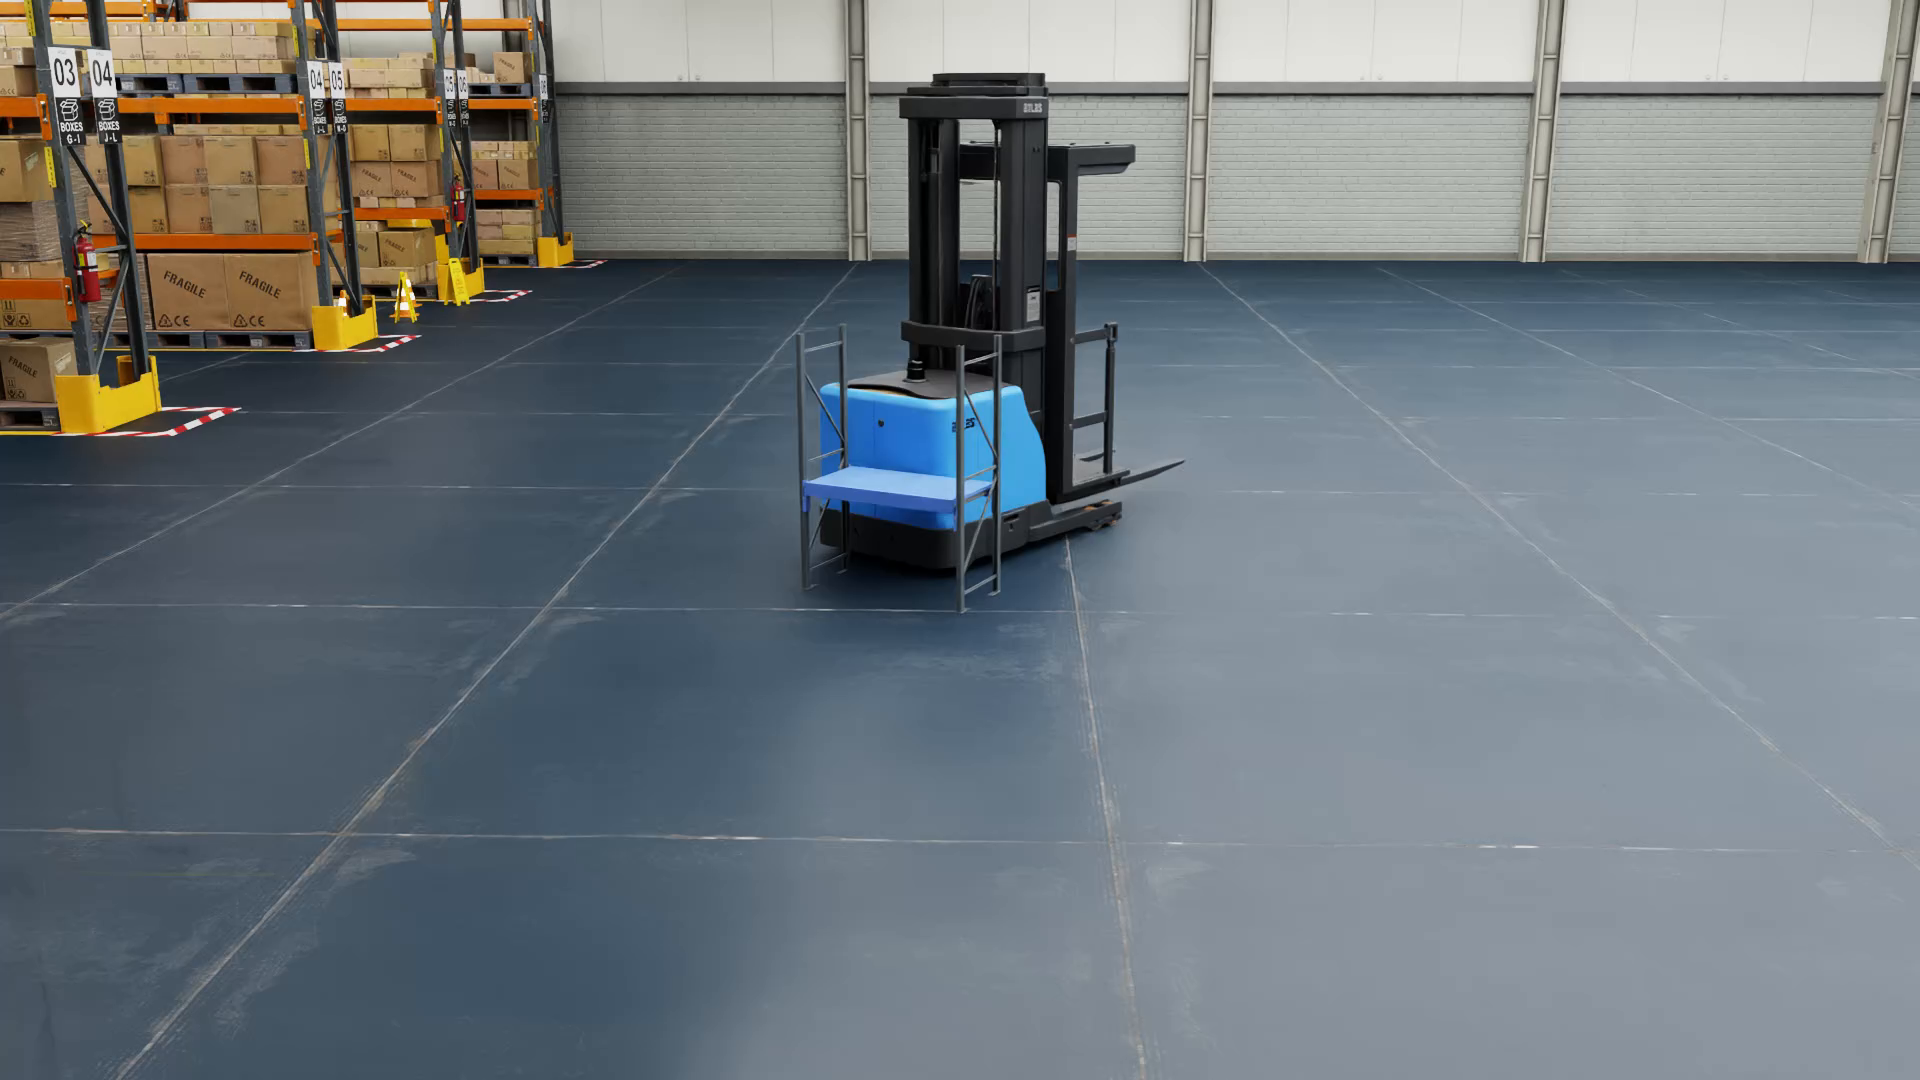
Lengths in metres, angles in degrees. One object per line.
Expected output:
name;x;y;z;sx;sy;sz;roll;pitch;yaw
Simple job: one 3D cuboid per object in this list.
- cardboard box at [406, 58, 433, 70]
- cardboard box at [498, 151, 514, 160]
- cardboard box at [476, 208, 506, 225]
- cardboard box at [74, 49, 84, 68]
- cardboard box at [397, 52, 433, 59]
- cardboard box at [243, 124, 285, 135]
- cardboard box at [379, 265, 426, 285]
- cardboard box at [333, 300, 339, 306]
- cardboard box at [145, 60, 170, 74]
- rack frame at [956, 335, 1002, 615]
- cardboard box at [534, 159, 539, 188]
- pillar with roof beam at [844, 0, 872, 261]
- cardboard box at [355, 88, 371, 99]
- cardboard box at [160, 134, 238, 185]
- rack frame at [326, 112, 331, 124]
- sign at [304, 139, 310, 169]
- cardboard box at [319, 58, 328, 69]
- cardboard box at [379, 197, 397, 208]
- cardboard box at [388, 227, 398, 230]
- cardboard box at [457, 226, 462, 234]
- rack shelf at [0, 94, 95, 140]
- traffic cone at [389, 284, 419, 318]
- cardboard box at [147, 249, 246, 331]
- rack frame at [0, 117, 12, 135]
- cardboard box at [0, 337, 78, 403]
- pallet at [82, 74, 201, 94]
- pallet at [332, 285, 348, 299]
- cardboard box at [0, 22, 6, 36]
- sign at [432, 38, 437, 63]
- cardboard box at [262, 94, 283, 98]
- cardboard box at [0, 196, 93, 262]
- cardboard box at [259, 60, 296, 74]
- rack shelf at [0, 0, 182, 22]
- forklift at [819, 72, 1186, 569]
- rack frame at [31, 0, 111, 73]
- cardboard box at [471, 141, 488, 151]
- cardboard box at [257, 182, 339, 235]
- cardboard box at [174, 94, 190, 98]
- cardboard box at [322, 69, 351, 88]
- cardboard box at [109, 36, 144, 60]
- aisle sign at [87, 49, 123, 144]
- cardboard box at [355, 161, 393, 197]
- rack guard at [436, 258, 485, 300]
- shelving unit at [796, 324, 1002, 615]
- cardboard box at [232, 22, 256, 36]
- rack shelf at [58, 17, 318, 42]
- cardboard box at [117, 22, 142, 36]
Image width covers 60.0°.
cardboard box;-7.590;-6.684;23.342;0.250;0.149;0.380;1;15;2
cardboard box;-7.732;-6.595;28.490;0.250;0.149;0.380;1;15;2
cardboard box;-8.100;-5.590;28.756;0.500;0.250;0.500;1;15;2
cardboard box;-7.767;-4.146;14.309;0.250;0.149;0.380;0;15;1
cardboard box;-9.176;-8.046;28.356;0.637;0.503;0.797;1;15;3
cardboard box;-9.798;-5.667;23.700;0.500;0.500;0.700;0;15;0
cardboard box;-8.084;-3.853;24.129;0.500;0.250;0.500;0;15;1
cardboard box;-8.606;-3.157;22.515;0.250;0.149;0.380;9;17;30
cardboard box;-8.881;-5.284;18.580;0.250;0.149;0.380;0;15;2
rack frame;0.106;-0.367;9.291;0.032;1.500;0.500;8;17;27
cardboard box;-7.610;-6.431;29.138;0.500;0.500;0.500;1;15;3
pillar with roof beam;-1.907;-8.306;24.683;0.400;9.000;9.100;0;15;1
cardboard box;-8.374;-6.325;23.544;0.250;0.149;0.380;0;15;2
cardboard box;-8.748;-4.405;19.244;0.550;0.550;0.875;0;15;1
rack frame;-11.120;-6.334;28.969;0.127;3.000;1.000;0;15;1
sign;-7.298;-4.315;18.583;0.005;0.325;0.100;0;15;1
cardboard box;-8.860;-6.719;23.475;0.250;0.149;0.380;0;15;0
cardboard box;-8.136;-4.849;23.832;0.250;0.149;0.380;0;15;0
cardboard box;-8.591;-4.357;24.569;0.500;0.500;0.500;0;15;-1
cardboard box;-8.634;-5.351;28.828;0.500;0.250;0.500;0;15;0
rack shelf;-9.497;-3.631;14.251;4.000;0.370;1.077;0;15;1
traffic cone;-7.396;-3.204;22.078;0.334;0.463;0.336;0;15;1
cardboard box;-8.829;-2.948;19.475;0.875;0.875;0.875;0;15;1
rack frame;-11.269;-3.805;19.383;0.127;3.000;1.000;0;15;1
cardboard box;-8.122;-1.518;14.790;0.500;0.500;0.500;3;15;12
pallet;-9.235;-5.196;18.949;1.213;0.211;1.003;0;15;1
pallet;-9.348;-3.717;24.516;1.213;0.211;1.003;0;15;1
cardboard box;-10.658;-5.681;18.522;0.250;0.149;0.380;0;15;1
sign;-7.279;-6.779;23.040;0.005;0.325;0.100;0;15;1
cardboard box;-9.651;-6.302;23.459;0.250;0.149;0.380;0;15;0
cardboard box;-8.047;-2.718;14.482;0.500;0.500;0.875;0;15;1
cardboard box;-7.611;-5.275;18.548;0.250;0.149;0.380;0;15;1
rack shelf;-13.243;-7.441;23.597;4.000;0.370;1.077;0;15;1
forklift;0.439;-1.546;10.956;1.130;2.935;3.031;12;19;38
rack frame;-7.498;-5.416;13.727;0.127;3.000;1.000;0;15;1
cardboard box;-8.242;-6.772;28.576;0.250;0.149;0.380;0;15;2
cardboard box;-7.642;-3.843;19.231;0.550;0.550;0.875;0;15;1
cardboard box;-10.935;-6.332;23.573;0.250;0.149;0.380;0;15;1
cardboard box;-8.785;-6.504;23.444;0.500;0.250;0.500;1;15;3
cardboard box;-9.272;-5.495;18.598;0.500;0.250;0.500;1;15;2
aisle sign;-7.428;-3.848;14.450;0.004;0.787;0.394;0;15;1
cardboard box;-8.295;-5.172;23.785;0.500;0.500;0.500;0;15;2
rack guard;-7.321;-3.834;24.393;0.348;0.500;1.175;0;15;1
shelving unit;-0.345;-0.427;9.518;1.048;1.500;0.538;8;17;27
cardboard box;-7.865;-5.663;18.454;0.250;0.149;0.380;0;15;2
rack shelf;-13.120;-8.707;28.395;4.000;0.370;1.077;0;15;1
cardboard box;-9.140;-5.671;18.484;0.250;0.149;0.380;0;15;2
